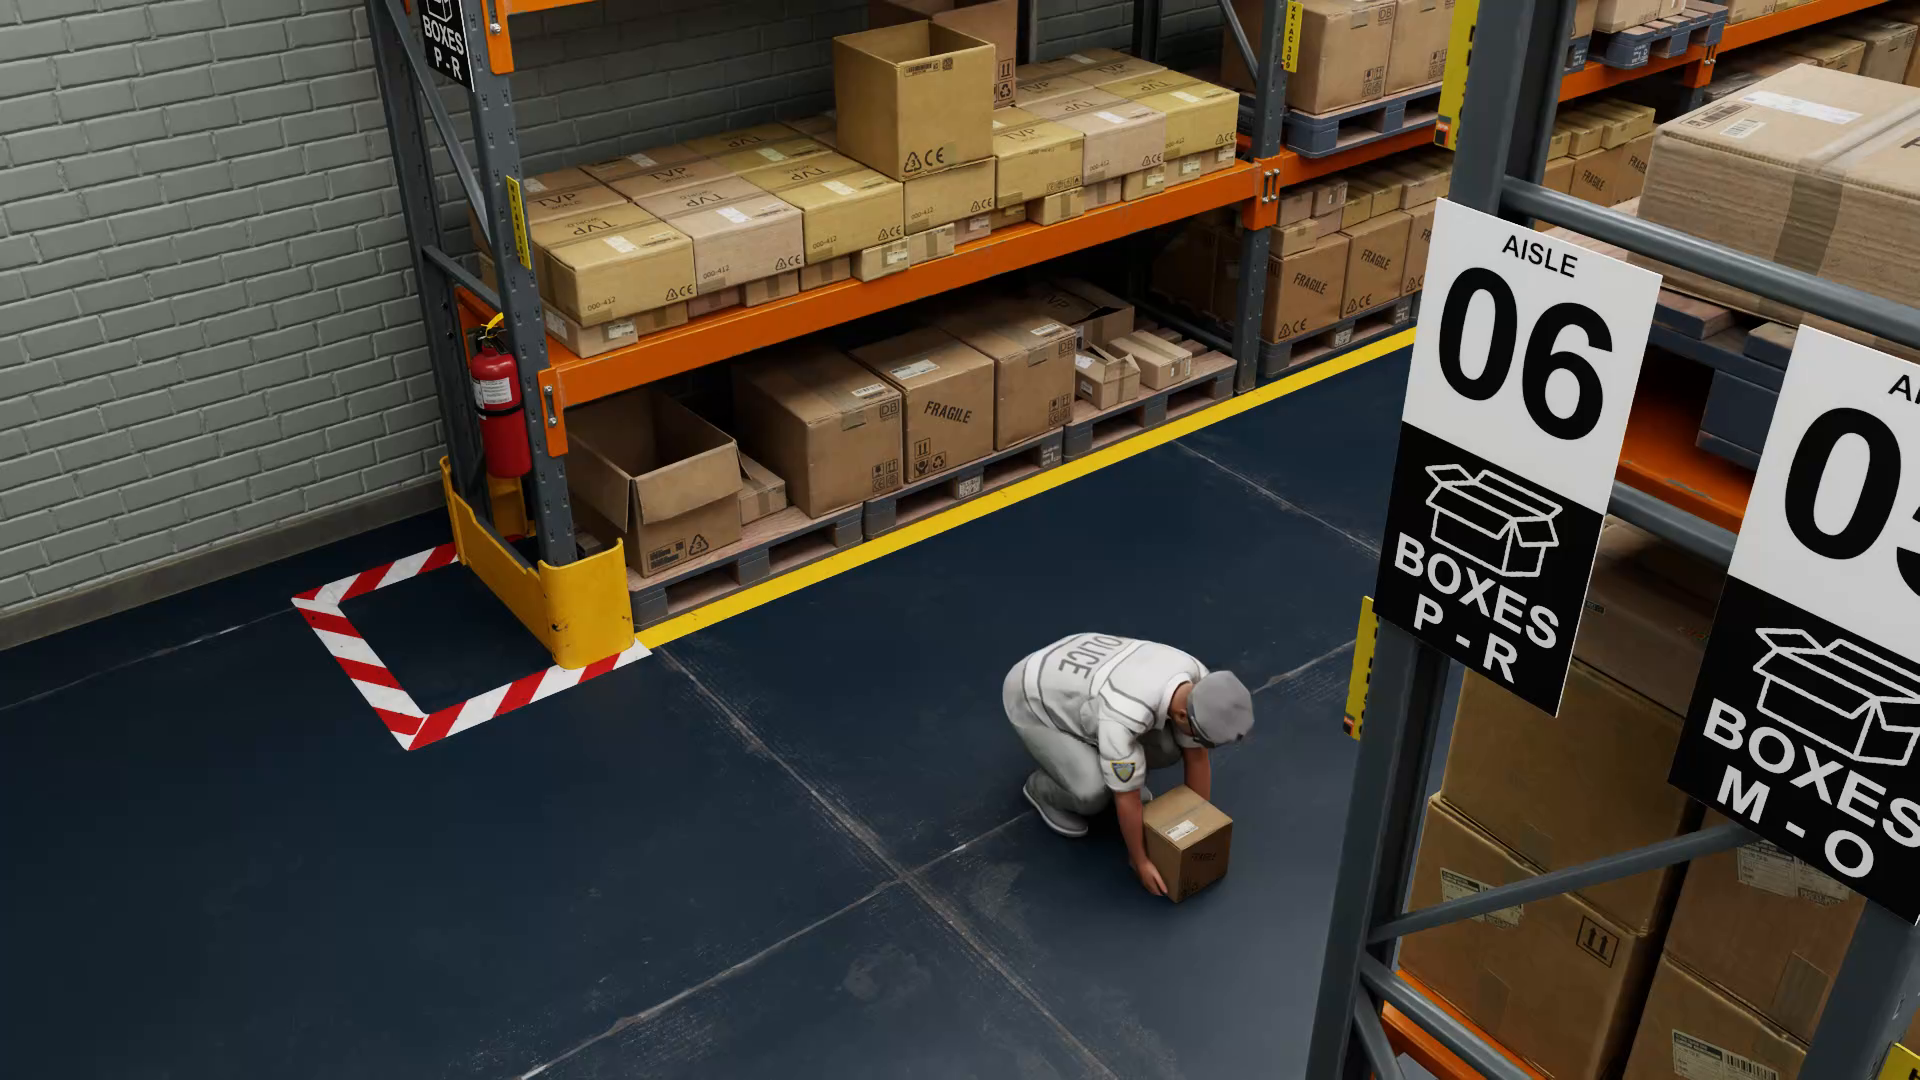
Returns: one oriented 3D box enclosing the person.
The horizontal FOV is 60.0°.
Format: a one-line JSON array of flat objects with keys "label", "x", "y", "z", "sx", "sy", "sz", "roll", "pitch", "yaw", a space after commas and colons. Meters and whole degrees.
[{"label": "person", "x": 0.580, "y": 0.709, "z": 5.911, "sx": 0.546, "sy": 0.899, "sz": 0.974, "roll": -22, "pitch": 38, "yaw": -31}]
